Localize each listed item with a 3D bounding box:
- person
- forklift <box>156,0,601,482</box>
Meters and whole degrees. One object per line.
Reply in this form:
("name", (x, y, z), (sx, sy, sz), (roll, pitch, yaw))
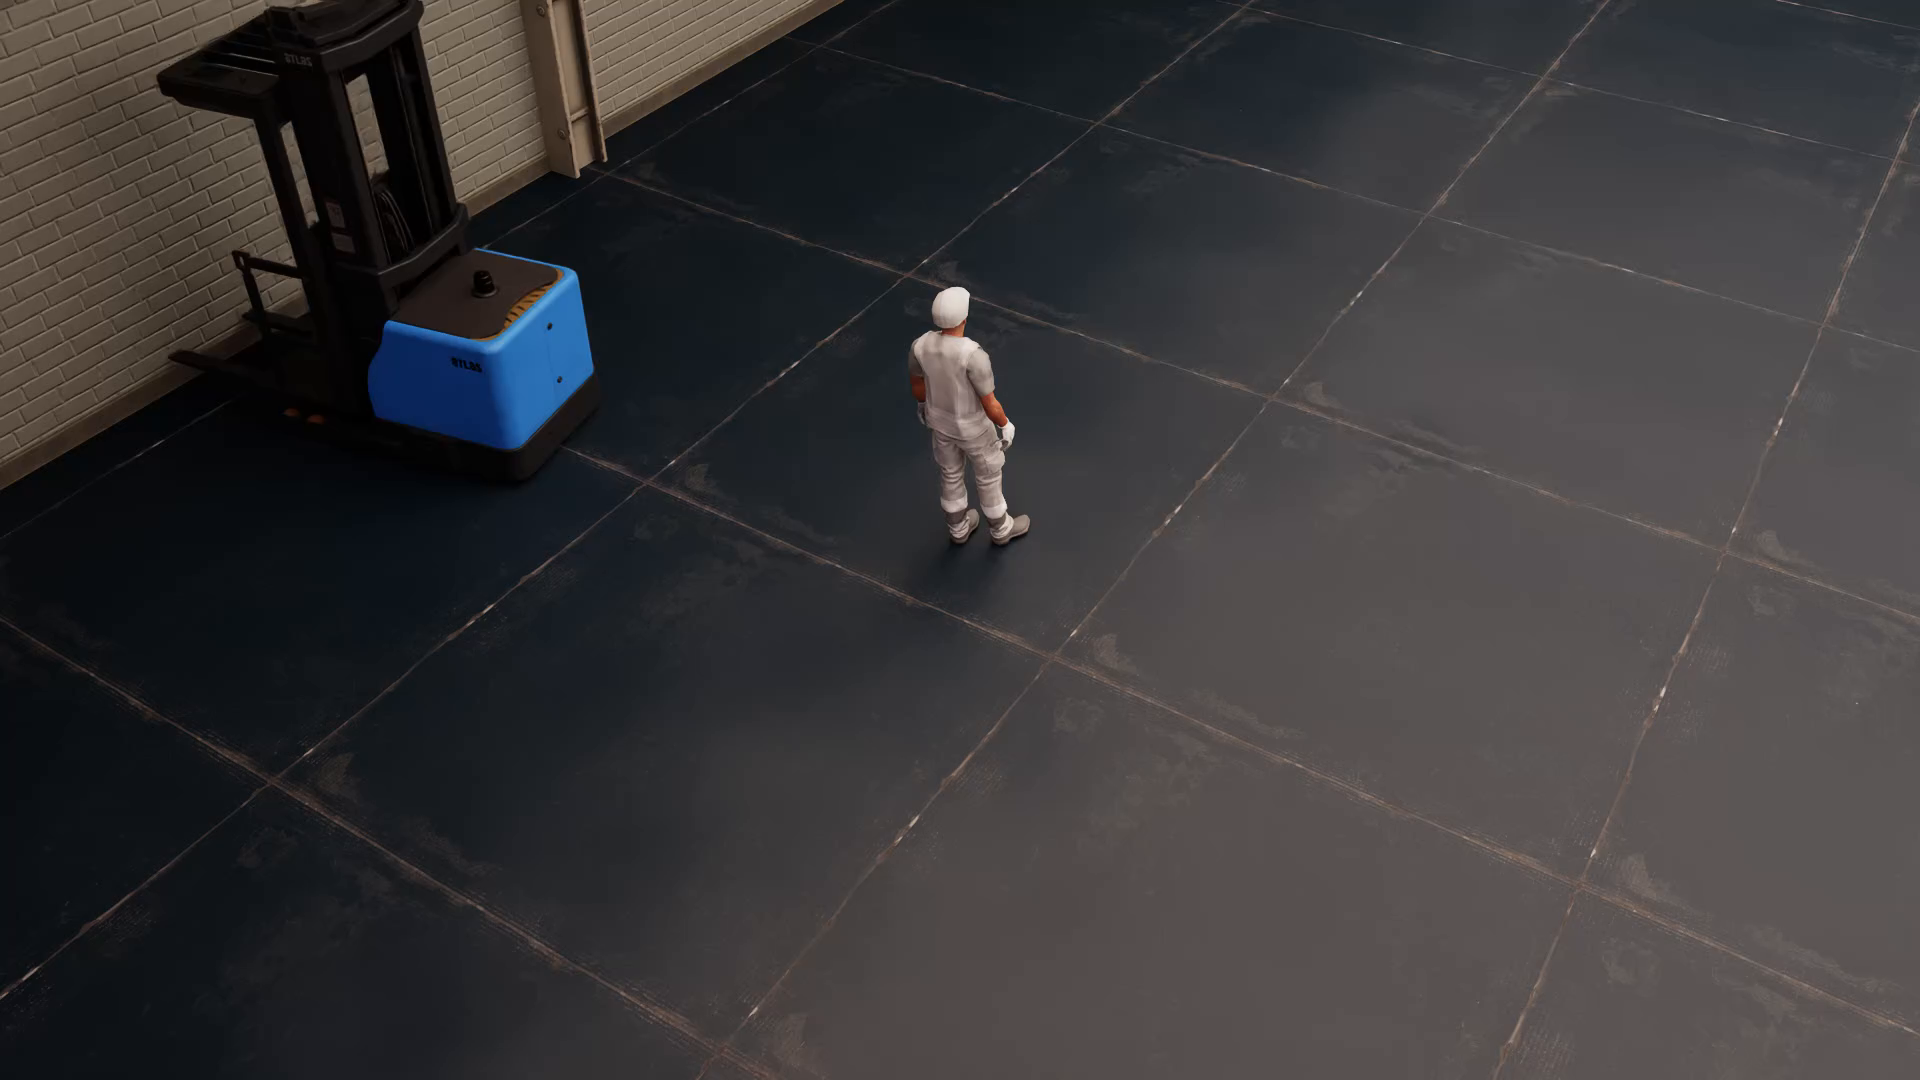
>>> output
("person", (0.054, -0.728, 9.698), (0.637, 1.790, 0.562), (22, 45, 24))
("forklift", (-3.996, -2.086, 10.429), (3.031, 2.935, 1.130), (14, 42, 16))
